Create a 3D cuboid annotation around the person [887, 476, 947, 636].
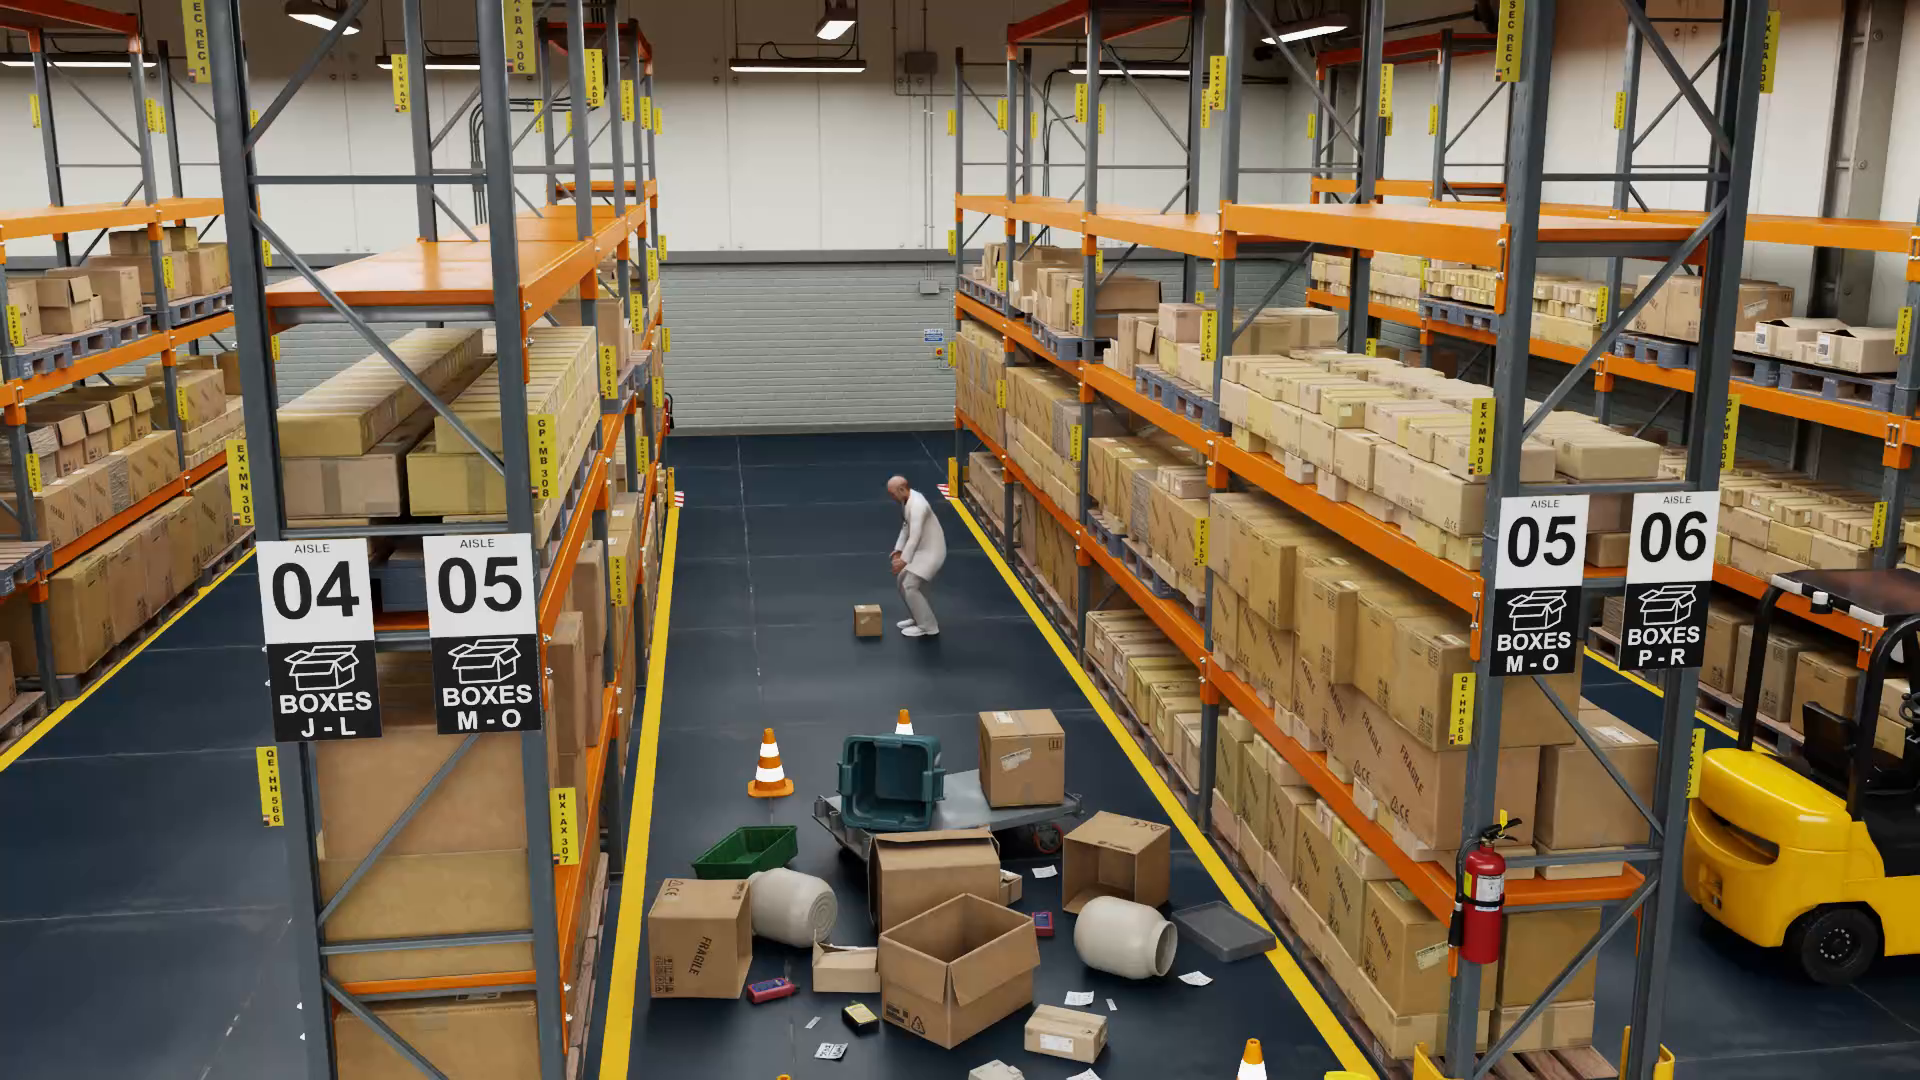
[{"bbox_3d":[-0.418,0.149,16.334,0.588,1.577,0.622,-2,13,-8],"label":"person"}]
